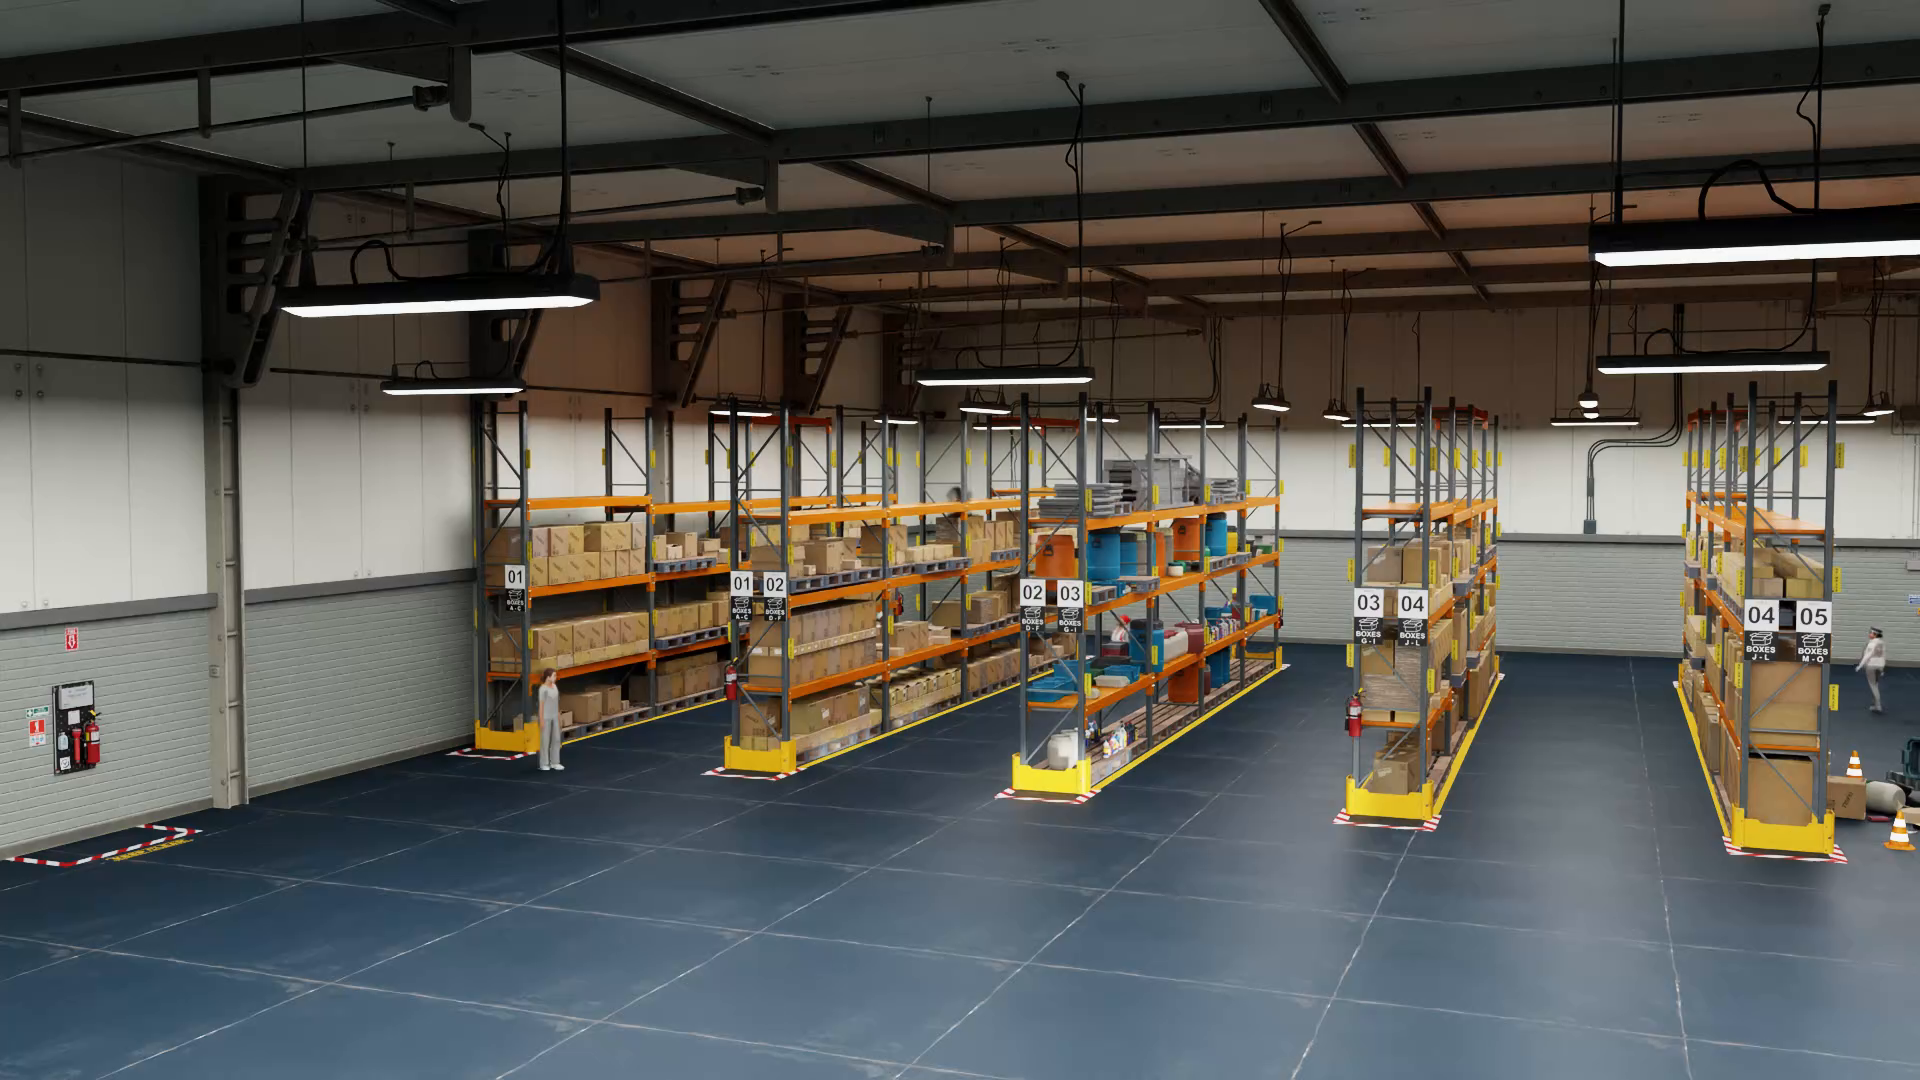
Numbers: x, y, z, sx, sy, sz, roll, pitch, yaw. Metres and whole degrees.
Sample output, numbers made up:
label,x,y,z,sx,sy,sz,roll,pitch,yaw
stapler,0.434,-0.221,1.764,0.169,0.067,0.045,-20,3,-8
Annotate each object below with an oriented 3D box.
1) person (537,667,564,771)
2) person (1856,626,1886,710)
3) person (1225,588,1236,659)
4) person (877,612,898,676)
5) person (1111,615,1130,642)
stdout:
label,x,y,z,sx,sy,sz,roll,pitch,yaw
person,-6.610,2.885,26.709,0.388,1.657,0.491,1,3,26
person,18.103,2.556,32.973,0.562,1.721,0.652,0,3,-3
person,6.903,2.096,41.676,0.581,1.754,0.701,0,3,1
person,-1.493,2.408,35.238,0.642,1.764,0.602,-3,4,-43
person,3.318,2.424,34.734,0.508,1.713,1.060,1,3,19
